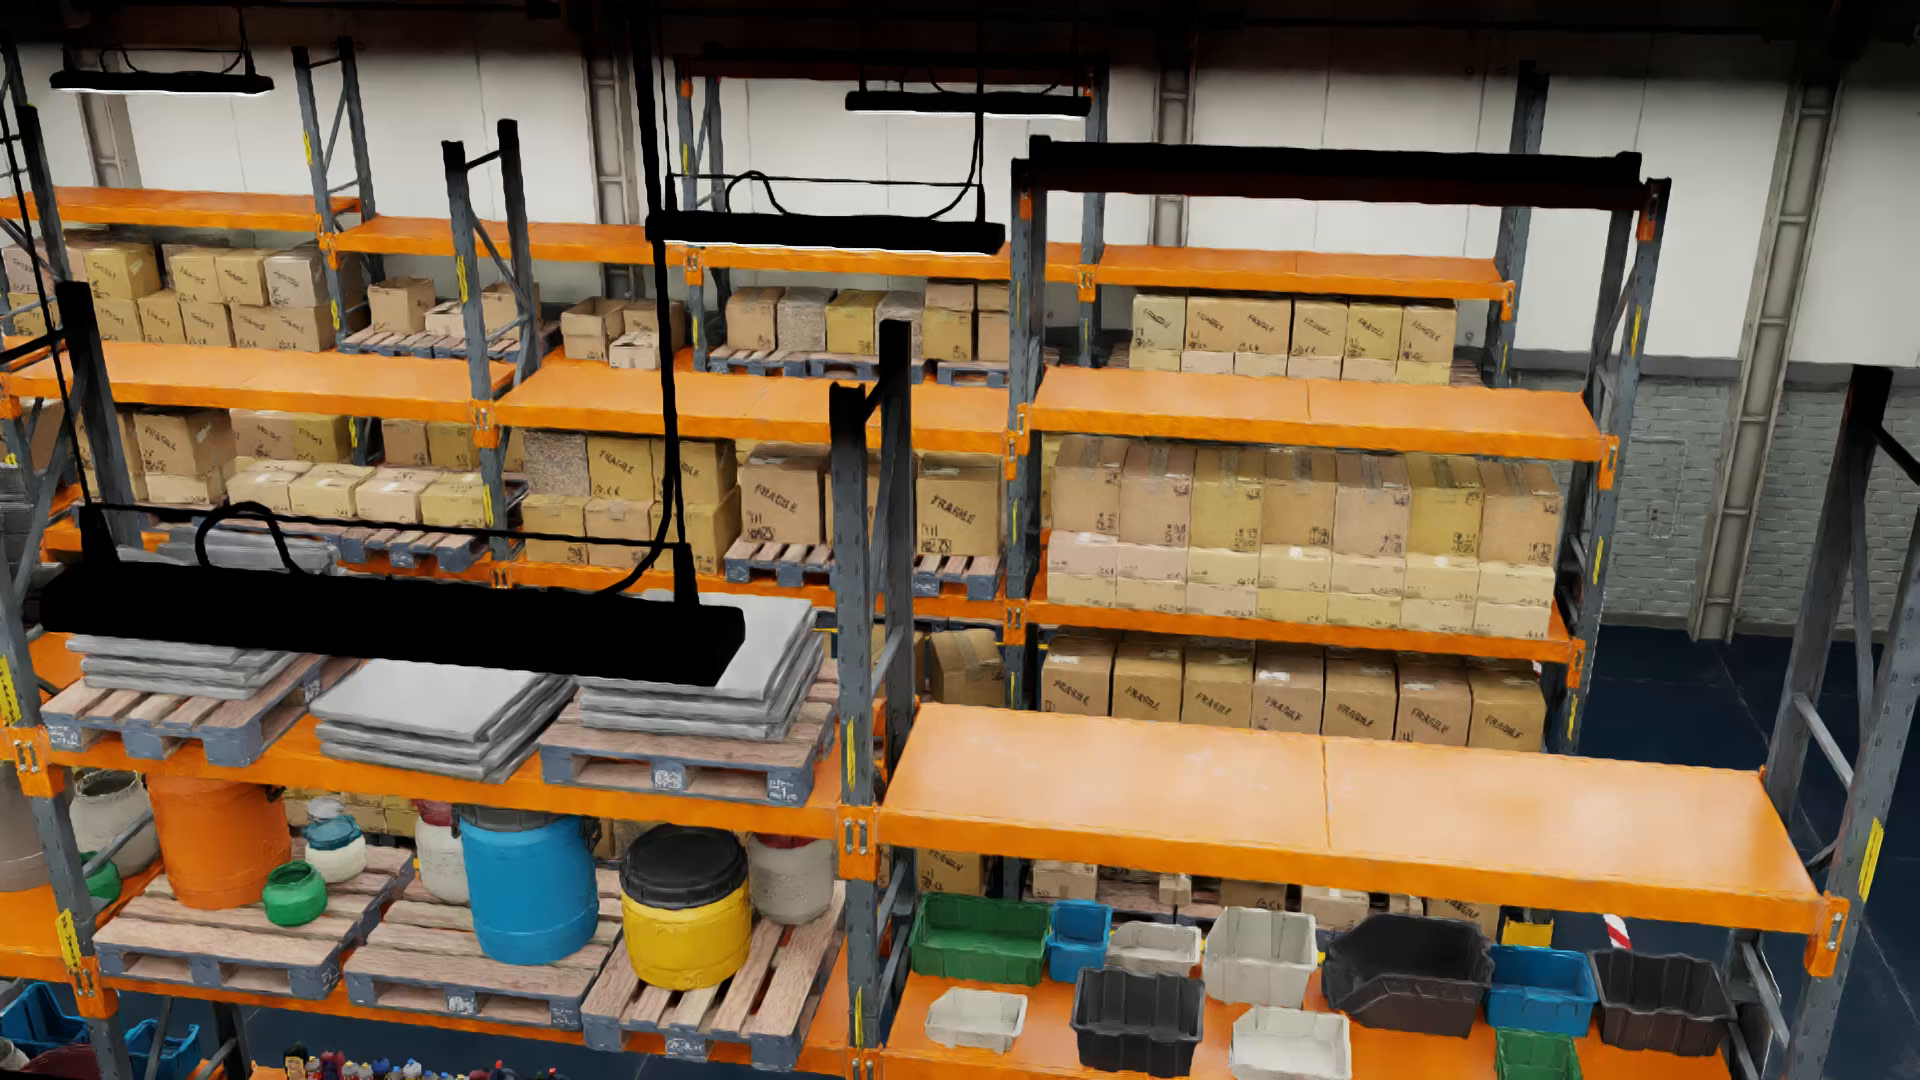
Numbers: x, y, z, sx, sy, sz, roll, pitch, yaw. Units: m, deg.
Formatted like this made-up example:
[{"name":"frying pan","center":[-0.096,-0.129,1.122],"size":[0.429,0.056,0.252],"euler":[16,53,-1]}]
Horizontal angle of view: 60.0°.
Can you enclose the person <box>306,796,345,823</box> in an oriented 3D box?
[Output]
[{"name":"person","center":[-4.499,2.592,12.162],"size":[1.074,1.587,0.499],"euler":[3,23,8]}]
